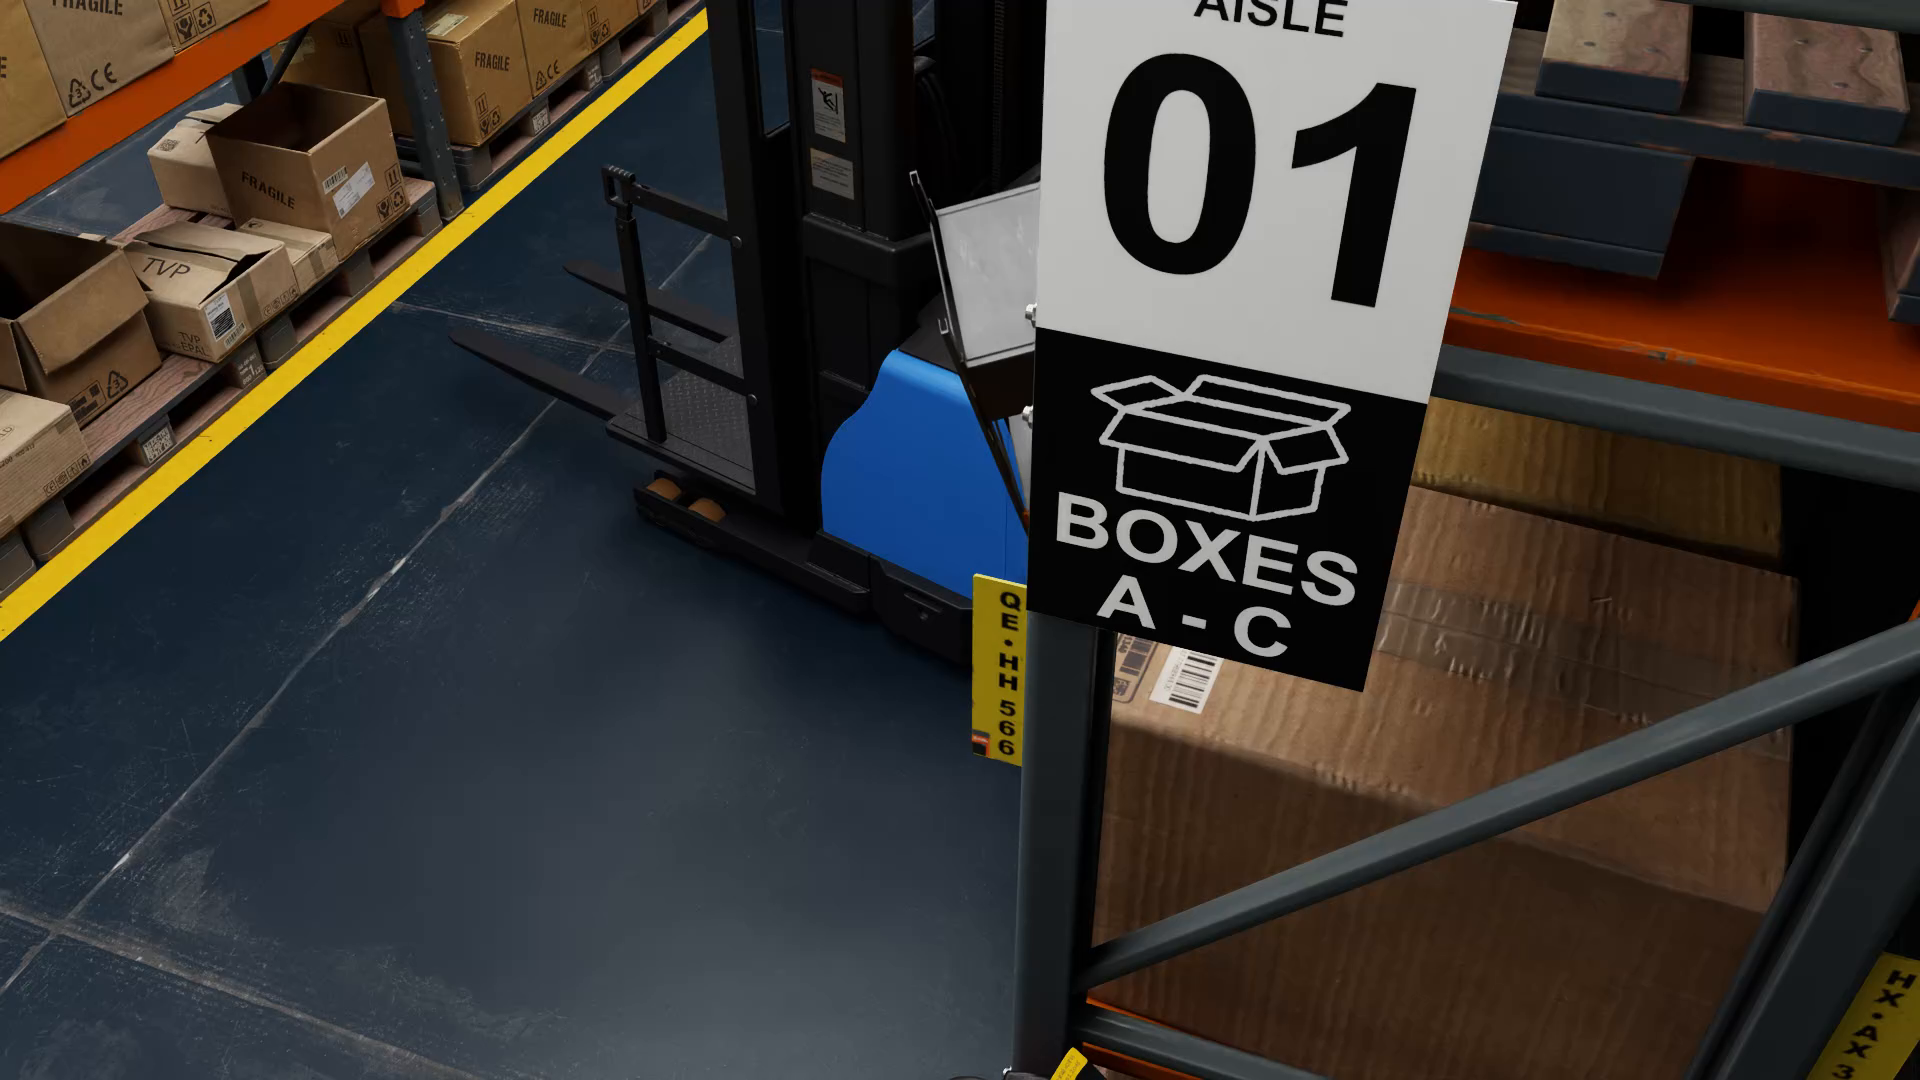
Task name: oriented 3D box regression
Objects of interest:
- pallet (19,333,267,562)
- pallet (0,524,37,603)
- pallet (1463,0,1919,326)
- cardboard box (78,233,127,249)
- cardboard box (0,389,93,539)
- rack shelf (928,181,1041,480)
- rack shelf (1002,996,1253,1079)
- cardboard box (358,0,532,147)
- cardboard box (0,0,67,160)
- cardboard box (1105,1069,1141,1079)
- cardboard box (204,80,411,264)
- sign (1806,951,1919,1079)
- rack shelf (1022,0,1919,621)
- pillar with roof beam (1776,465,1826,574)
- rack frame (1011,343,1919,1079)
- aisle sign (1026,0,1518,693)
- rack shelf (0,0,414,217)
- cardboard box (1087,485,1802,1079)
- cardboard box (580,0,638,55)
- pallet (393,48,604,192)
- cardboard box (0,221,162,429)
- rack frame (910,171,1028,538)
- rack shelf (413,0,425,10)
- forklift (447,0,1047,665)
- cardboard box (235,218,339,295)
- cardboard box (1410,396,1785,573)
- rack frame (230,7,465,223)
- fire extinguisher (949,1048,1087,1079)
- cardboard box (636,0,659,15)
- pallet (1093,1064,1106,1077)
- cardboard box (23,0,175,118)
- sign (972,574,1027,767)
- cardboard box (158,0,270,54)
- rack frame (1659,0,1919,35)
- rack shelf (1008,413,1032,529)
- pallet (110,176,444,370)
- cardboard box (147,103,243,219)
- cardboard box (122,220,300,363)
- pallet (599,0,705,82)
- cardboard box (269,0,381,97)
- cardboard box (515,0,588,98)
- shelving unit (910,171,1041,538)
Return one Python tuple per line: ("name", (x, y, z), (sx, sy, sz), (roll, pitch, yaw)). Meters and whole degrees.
("pallet", (-3.371, -0.474, 6.143), (1.003, 0.211, 1.213), (13, 42, 15))
("pallet", (-3.790, 0.268, 5.274), (1.003, 0.211, 1.213), (13, 42, 15))
("pallet", (0.813, -0.725, 2.046), (1.003, 0.211, 1.213), (13, 42, 15))
("cardboard box", (-3.353, -1.052, 6.516), (0.380, 0.166, 0.250), (13, 42, 15))
("cardboard box", (-3.293, -0.260, 5.524), (0.500, 0.250, 0.500), (13, 42, 15))
("rack shelf", (0.250, -0.480, 3.572), (0.480, 0.518, 0.431), (-14, 63, 7))
("rack shelf", (1.253, -0.109, 4.121), (1.077, 0.370, 4.000), (13, 42, 15))
("cardboard box", (-2.325, -2.157, 7.555), (0.500, 0.500, 0.500), (11, 42, 13))
("cardboard box", (-3.169, -1.436, 5.046), (0.500, 0.500, 0.500), (14, 42, 16))
("cardboard box", (0.714, 1.179, 3.660), (0.700, 0.500, 0.500), (13, 42, 15))
("cardboard box", (-2.648, -1.506, 6.791), (0.500, 0.500, 0.500), (13, 42, 15))
("sign", (1.089, 0.604, 2.003), (0.100, 0.325, 0.005), (13, 42, 15))
("rack shelf", (1.253, -1.251, 3.148), (1.077, 0.370, 4.000), (13, 42, 15))
("pillar with roof beam", (-1.535, -4.222, 3.765), (9.100, 9.000, 0.400), (13, 42, 15))
("rack frame", (0.569, 0.837, 2.458), (1.000, 3.000, 0.127), (13, 42, 15))
("aisle sign", (0.263, -0.175, 1.641), (0.394, 0.787, 0.004), (13, 42, 15))
("rack shelf", (-3.403, -1.207, 5.407), (1.077, 0.370, 4.000), (13, 42, 15))
("cardboard box", (0.734, 0.409, 2.728), (0.980, 0.700, 0.700), (15, 43, 17))
("cardboard box", (-1.975, -2.788, 8.294), (0.500, 0.500, 0.500), (14, 42, 16))
("pallet", (-2.477, -2.144, 8.100), (1.003, 0.211, 1.213), (13, 42, 15))
("cardboard box", (-3.357, -0.771, 5.927), (0.797, 0.503, 0.637), (13, 42, 15))
("rack frame", (0.160, -0.136, 4.208), (0.015, 2.100, 0.400), (-14, 63, 7))
("rack shelf", (-2.036, -3.646, 8.267), (1.077, 0.370, 4.000), (13, 42, 15))
("forklift", (-0.518, -1.348, 5.071), (3.031, 2.935, 1.130), (24, 46, 26))
("cardboard box", (-2.720, -1.130, 6.621), (0.380, 0.149, 0.250), (13, 42, 15))
("cardboard box", (0.972, -0.037, 3.251), (0.980, 0.700, 0.700), (13, 42, 15))
("rack frame", (-2.719, -2.700, 6.604), (1.000, 3.000, 0.127), (13, 42, 15))
("fire extinguisher", (0.084, 0.998, 2.617), (0.296, 0.674, 0.183), (13, 42, 15))
("cardboard box", (-1.802, -3.097, 8.655), (0.500, 0.500, 0.500), (12, 42, 13))
("pallet", (0.769, 1.393, 3.955), (1.003, 0.211, 1.213), (13, 42, 15))
("cardboard box", (-2.998, -1.748, 5.410), (0.500, 0.500, 0.500), (14, 42, 16))
("sign", (0.064, 0.177, 2.157), (0.100, 0.325, 0.005), (13, 42, 15))
("cardboard box", (-2.824, -2.062, 5.778), (0.500, 0.500, 0.500), (14, 43, 16))
("rack frame", (0.569, -1.446, 0.511), (1.000, 3.000, 0.127), (13, 42, 15))
("rack shelf", (0.398, -0.189, 4.191), (0.480, 0.518, 0.431), (-14, 63, 7))
("pallet", (-2.955, -1.221, 7.018), (1.003, 0.211, 1.213), (13, 42, 15))
("cardboard box", (-3.066, -1.637, 7.090), (0.500, 0.311, 0.500), (13, 42, 15))
("cardboard box", (-2.904, -0.977, 6.316), (0.500, 0.311, 0.500), (13, 42, 15))
("pallet", (-2.061, -2.890, 8.975), (1.003, 0.211, 1.213), (13, 42, 15))
("cardboard box", (-2.820, -2.281, 7.700), (0.500, 0.500, 0.500), (13, 42, 15))
("cardboard box", (-2.153, -2.485, 7.939), (0.500, 0.500, 0.500), (14, 42, 16))
("shelving unit", (0.395, -0.195, 4.179), (0.503, 2.100, 0.431), (-14, 63, 7))
